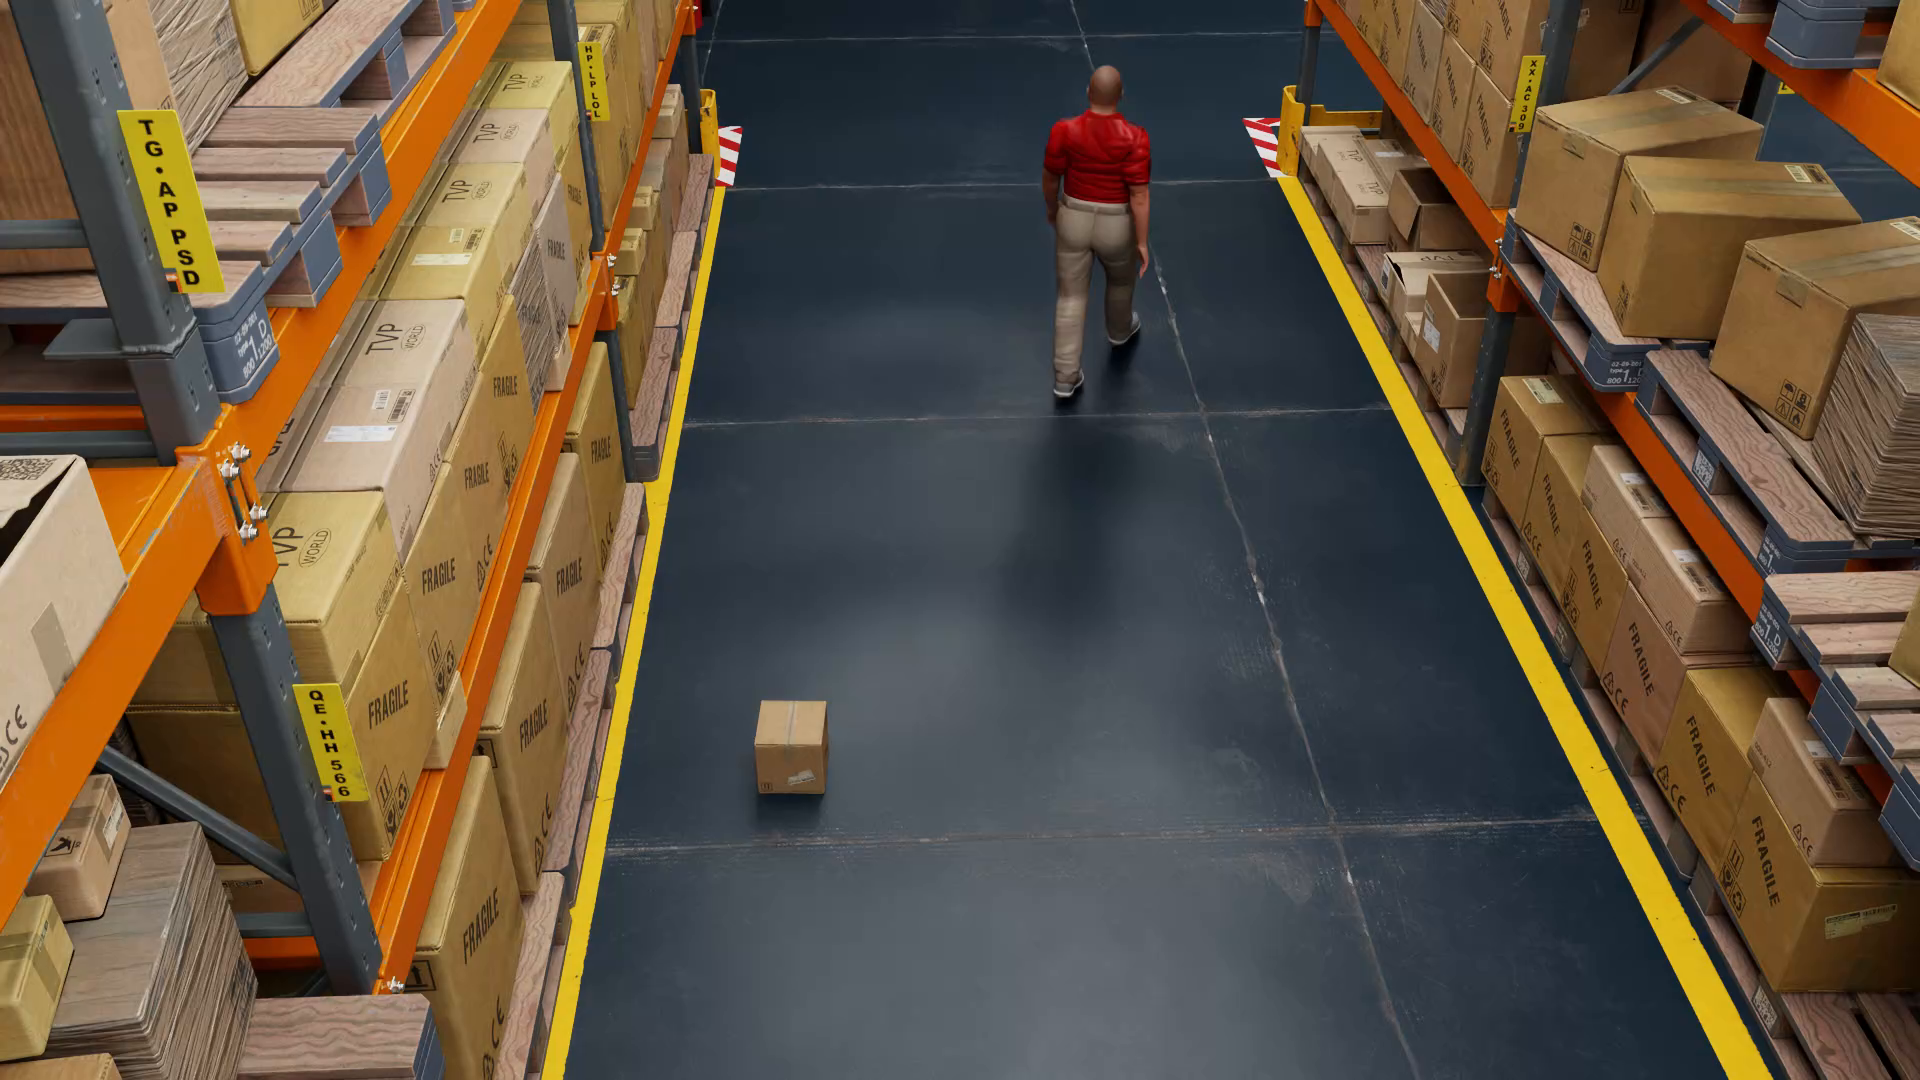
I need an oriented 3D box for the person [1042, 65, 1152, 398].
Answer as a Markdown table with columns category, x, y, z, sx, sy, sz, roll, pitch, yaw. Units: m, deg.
| category | x | y | z | sx | sy | sz | roll | pitch | yaw |
| --- | --- | --- | --- | --- | --- | --- | --- | --- | --- |
| person | 0.709 | -1.657 | 8.511 | 0.576 | 1.667 | 0.983 | 6 | 35 | 8 |
